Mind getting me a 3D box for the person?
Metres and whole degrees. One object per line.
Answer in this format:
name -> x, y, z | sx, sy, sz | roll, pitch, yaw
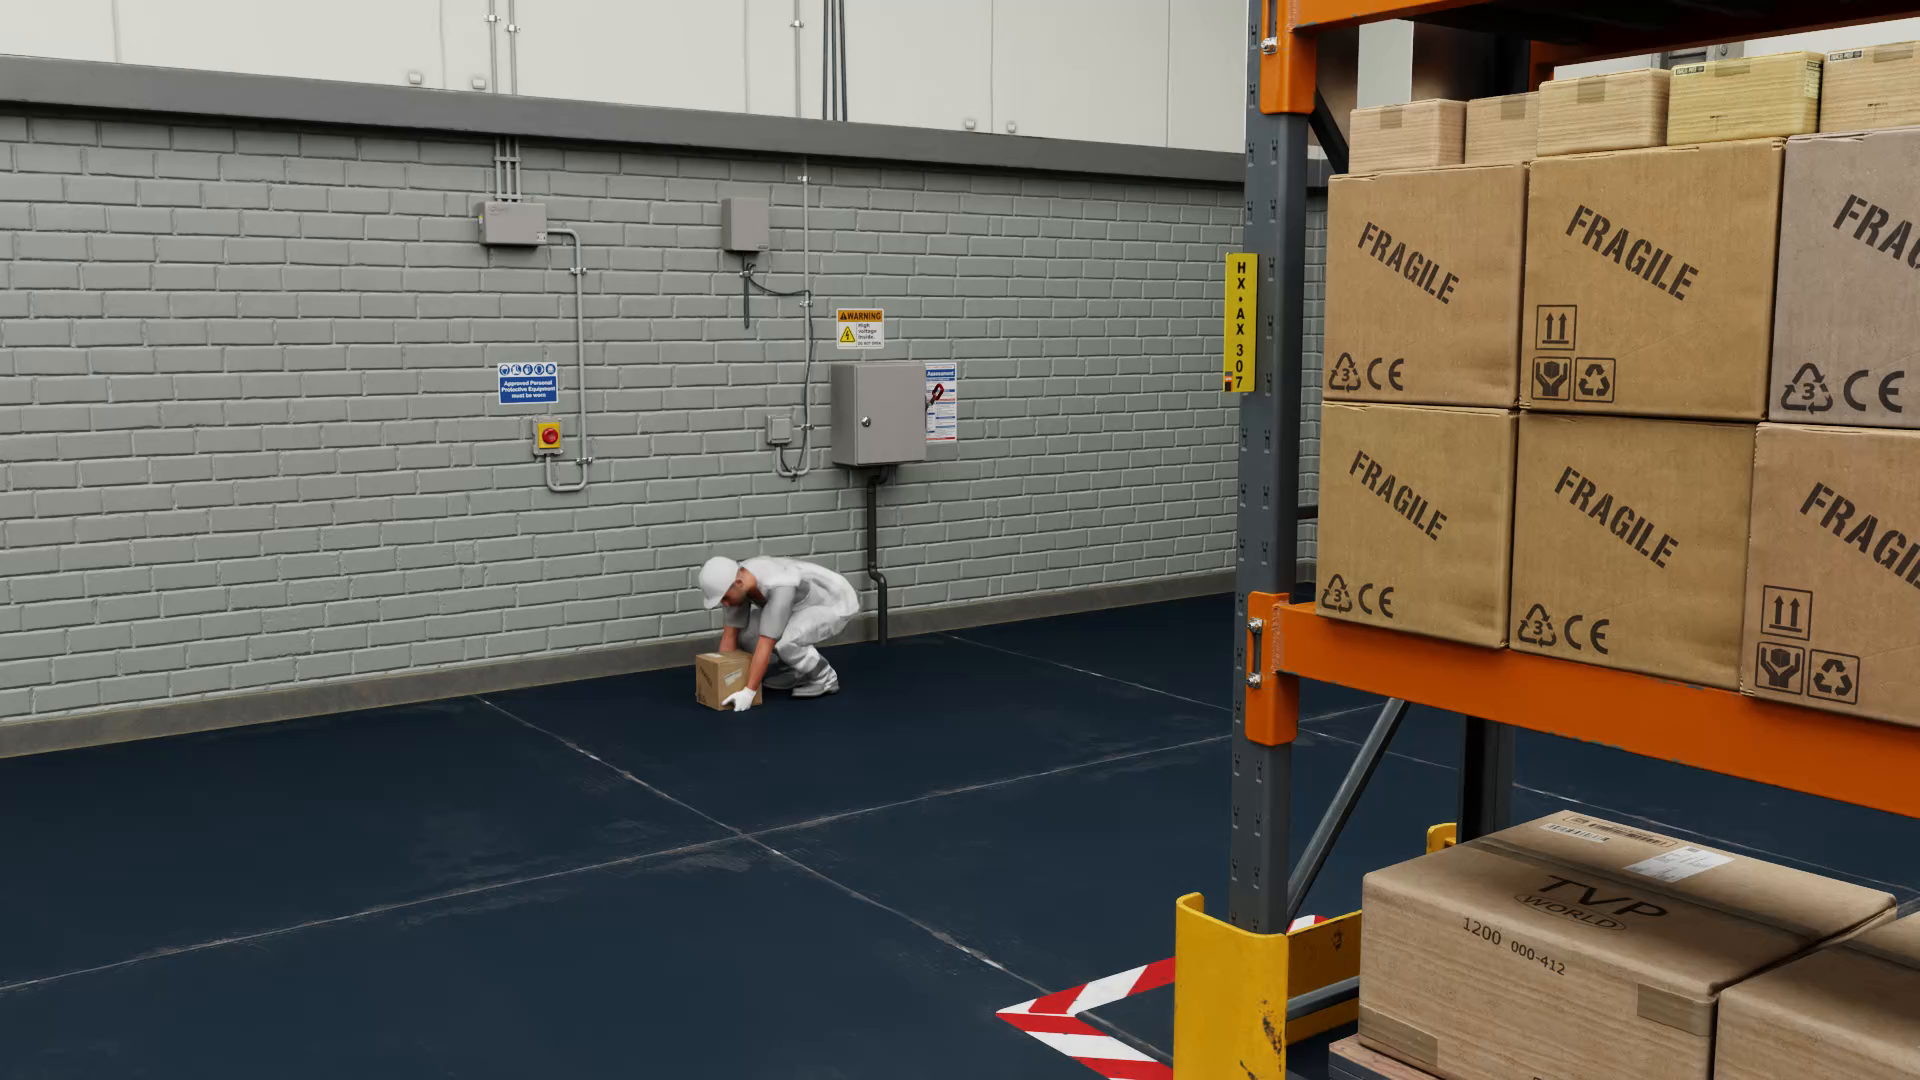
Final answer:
person -> -0.966, 0.477, 8.740 | 0.931, 0.861, 0.543 | -6, 10, -37
